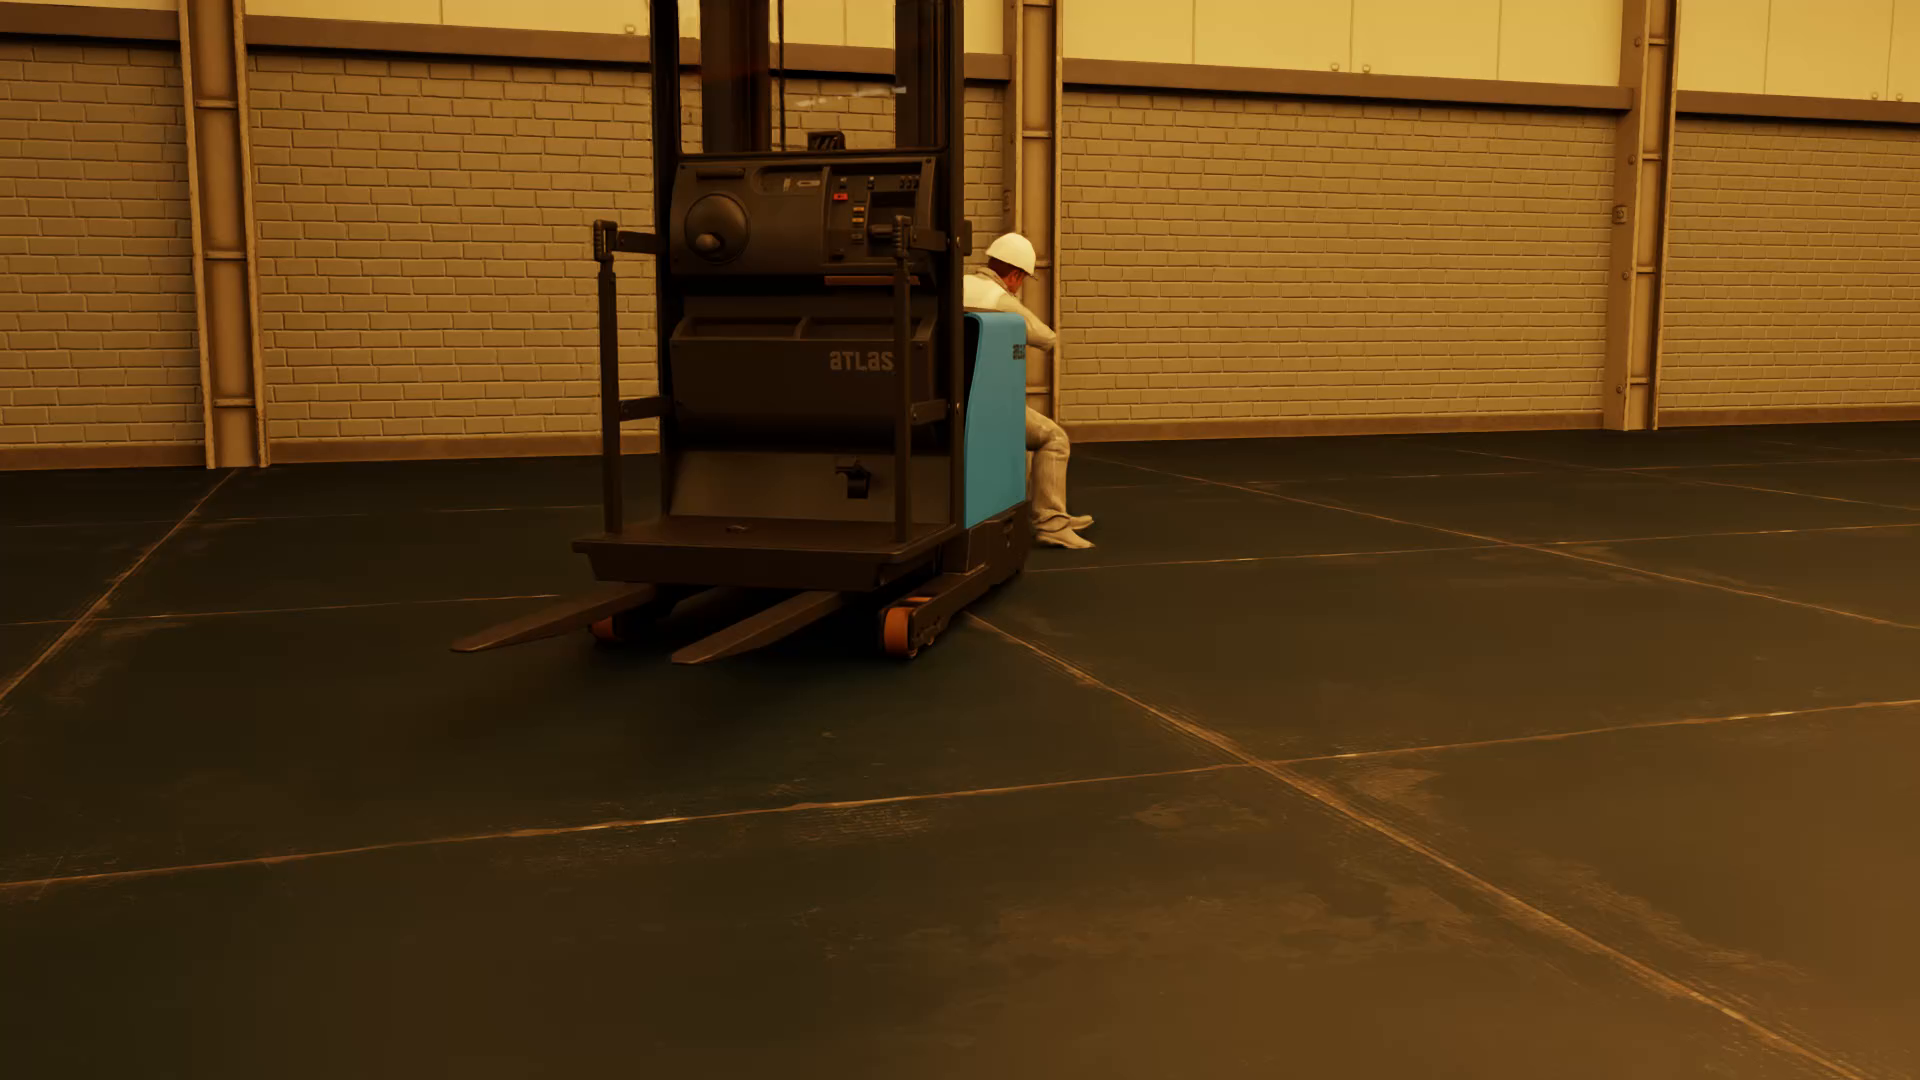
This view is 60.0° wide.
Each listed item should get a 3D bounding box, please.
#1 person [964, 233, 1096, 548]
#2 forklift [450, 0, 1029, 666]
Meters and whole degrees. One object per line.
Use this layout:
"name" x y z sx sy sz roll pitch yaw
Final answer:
"person" 0.094 -0.707 7.927 0.935 1.478 1.178 -6 10 -37
"forklift" -0.588 -1.139 5.424 1.130 2.935 3.031 2 8 15
